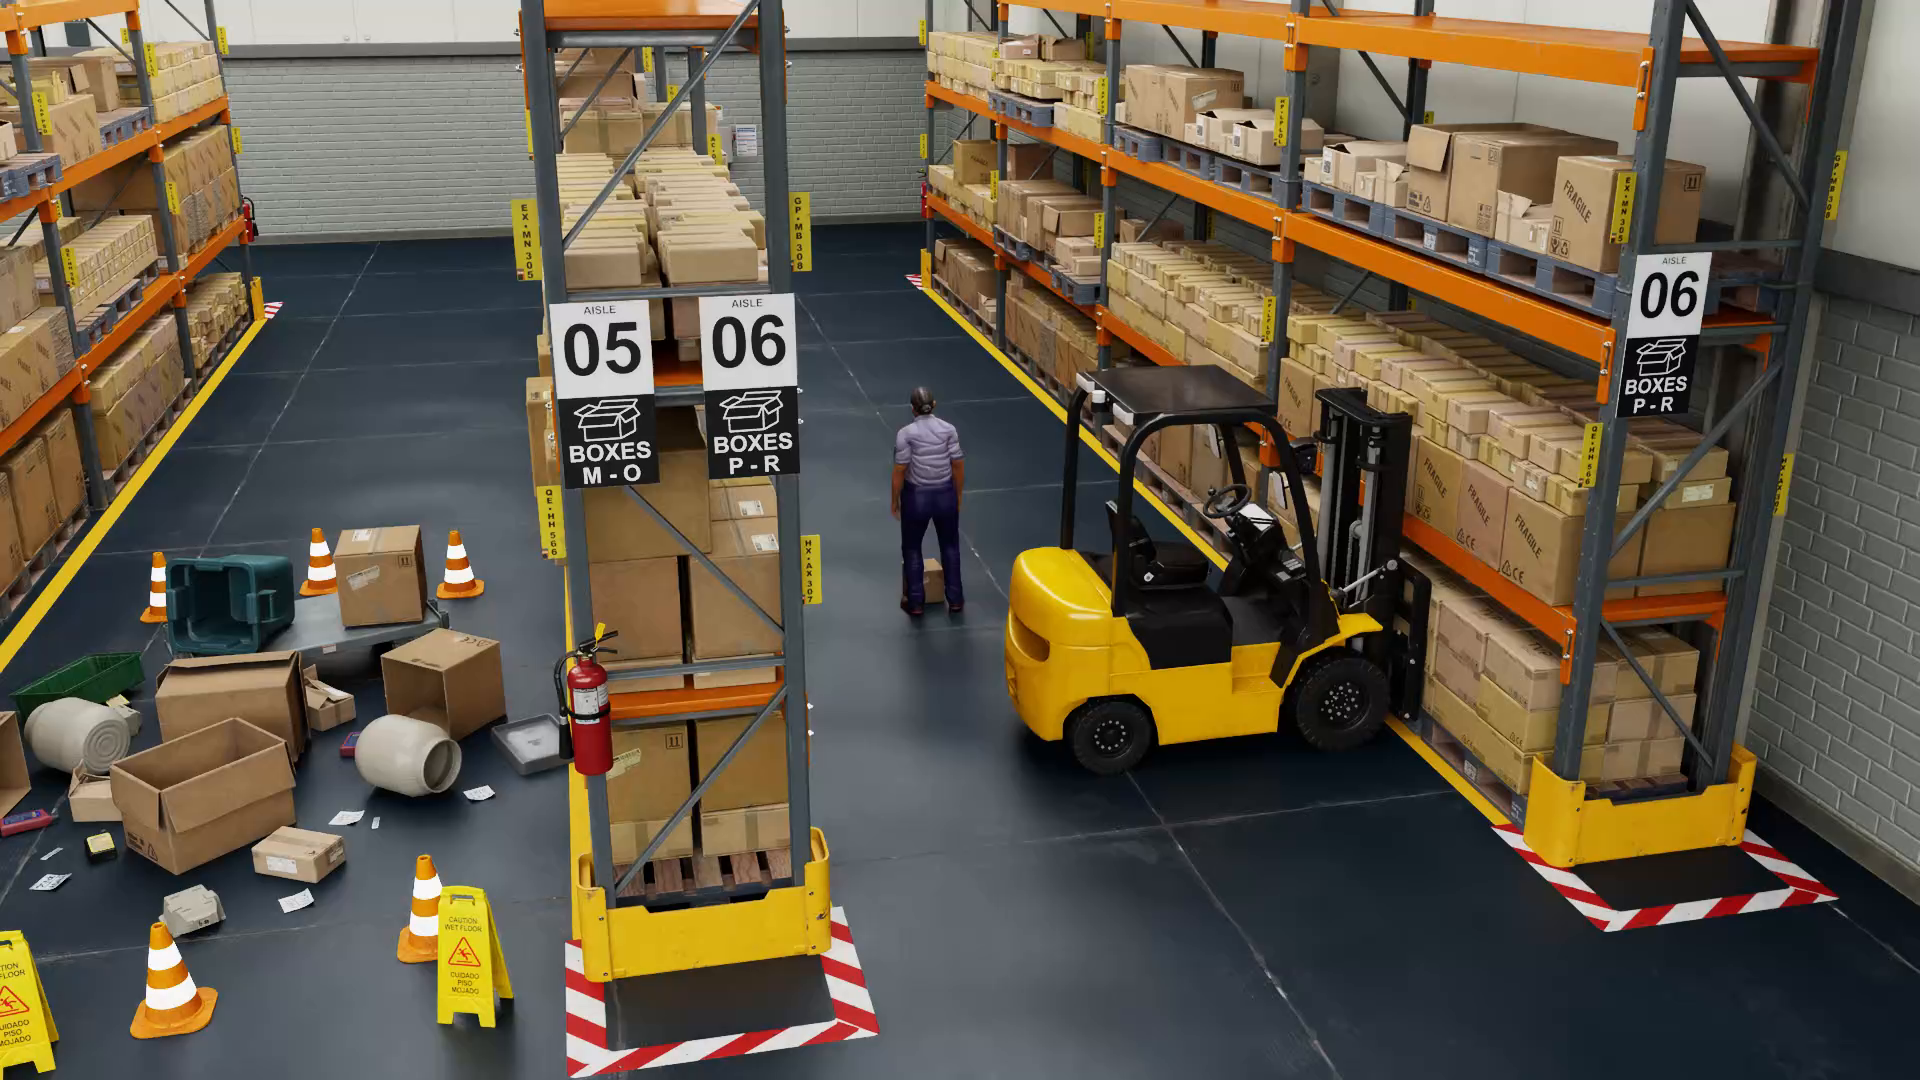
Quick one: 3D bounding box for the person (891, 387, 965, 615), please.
[{"bbox_3d":[-0.215,-0.275,11.847,0.563,1.653,0.363,-6,20,-15],"label":"person"}]
